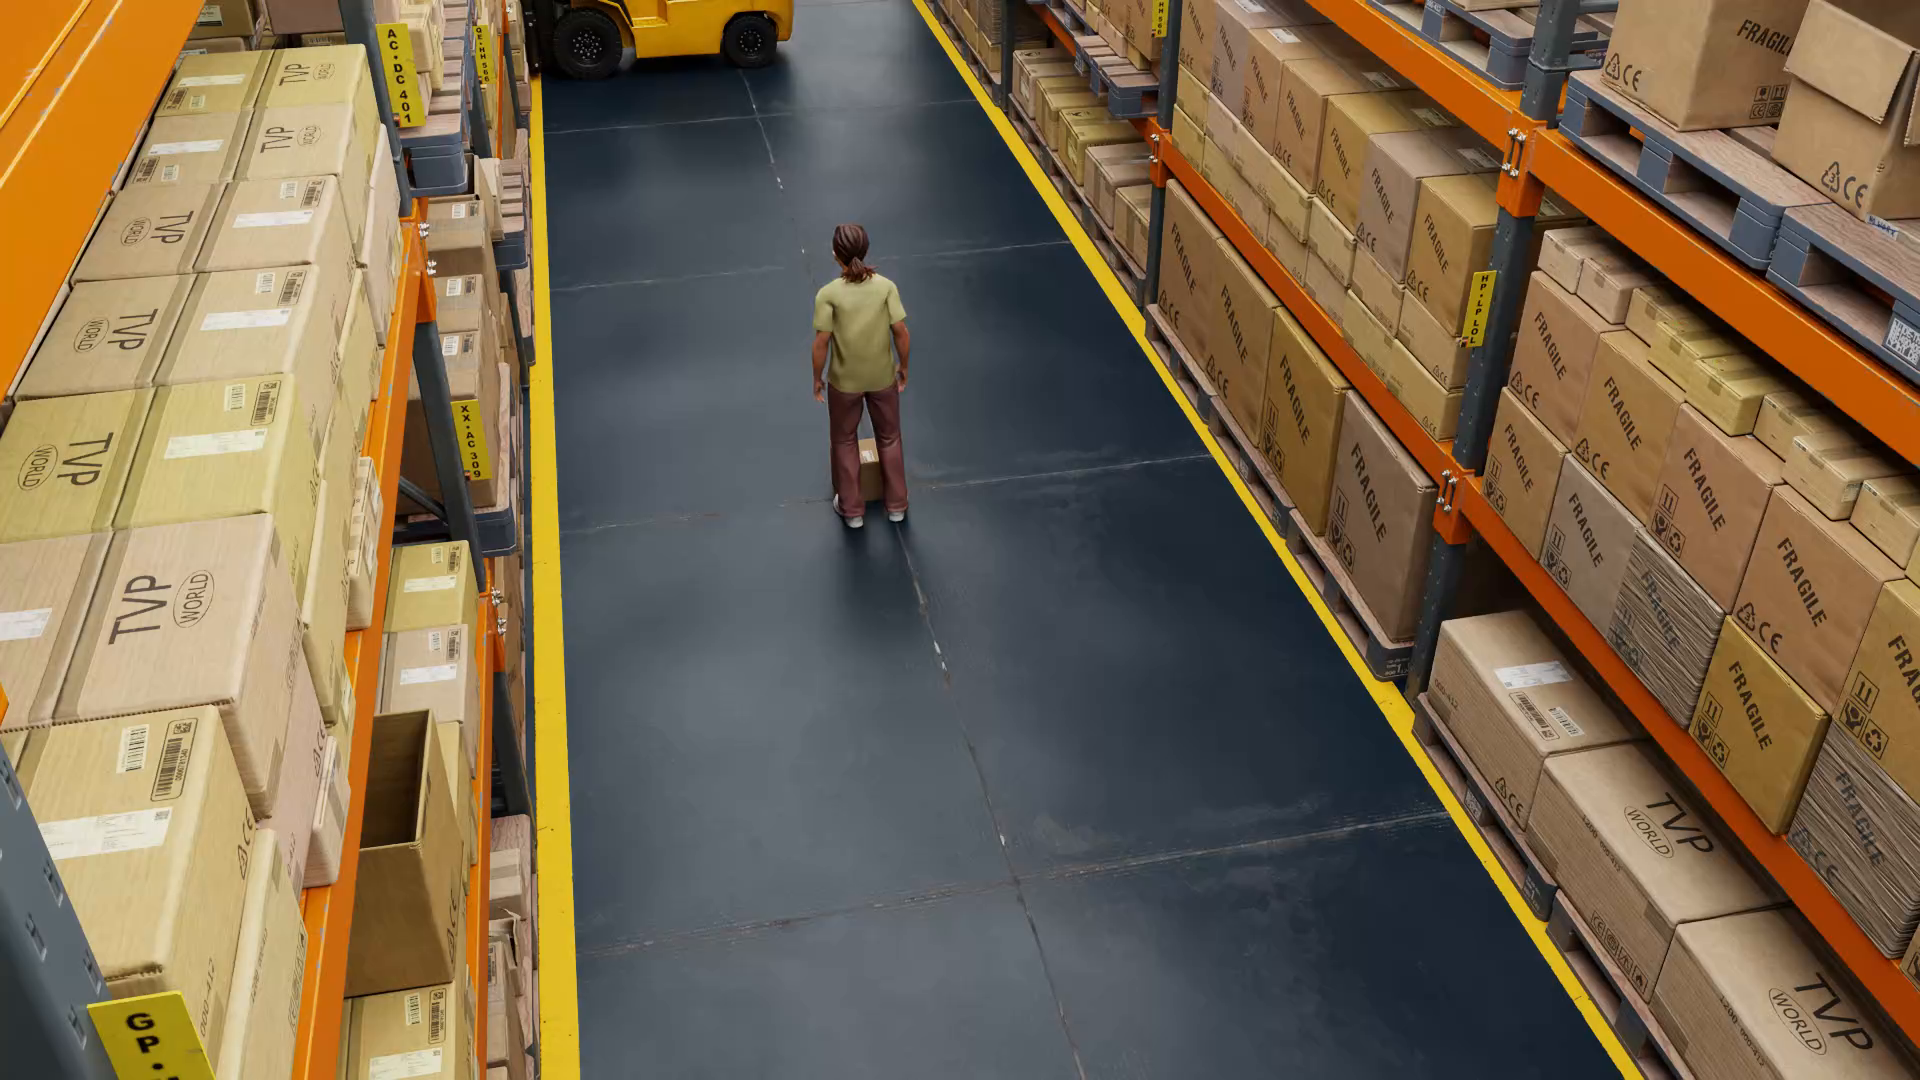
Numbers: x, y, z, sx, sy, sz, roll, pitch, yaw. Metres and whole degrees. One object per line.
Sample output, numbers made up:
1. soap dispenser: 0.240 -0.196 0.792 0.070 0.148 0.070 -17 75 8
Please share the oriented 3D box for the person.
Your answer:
1. person: -0.509 -0.828 8.563 0.510 1.673 0.351 -8 35 -12
